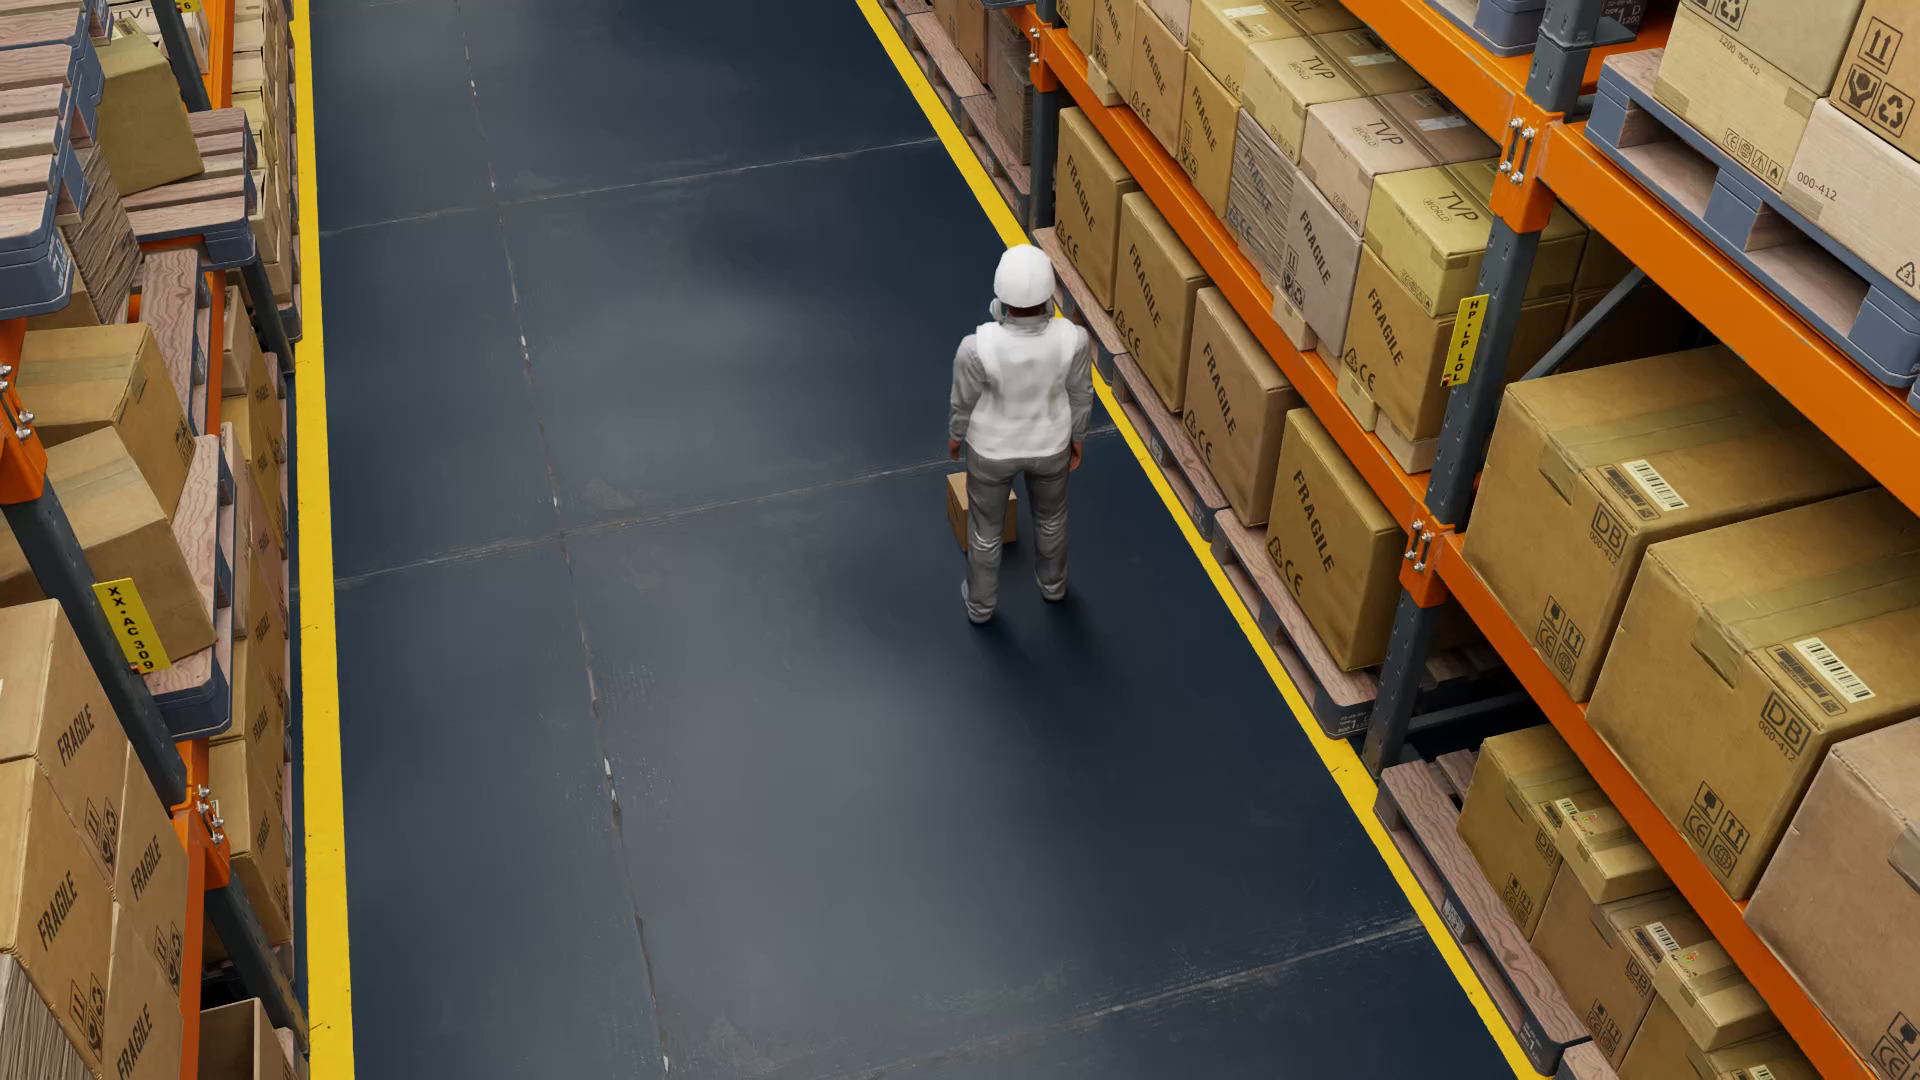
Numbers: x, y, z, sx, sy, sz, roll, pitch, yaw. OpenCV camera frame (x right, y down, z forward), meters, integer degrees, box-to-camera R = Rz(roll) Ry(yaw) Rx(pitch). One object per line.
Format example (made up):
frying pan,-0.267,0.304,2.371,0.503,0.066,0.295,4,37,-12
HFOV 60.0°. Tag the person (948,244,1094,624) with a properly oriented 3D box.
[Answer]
person,0.224,-0.423,6.593,0.552,1.790,0.428,-7,42,-7
